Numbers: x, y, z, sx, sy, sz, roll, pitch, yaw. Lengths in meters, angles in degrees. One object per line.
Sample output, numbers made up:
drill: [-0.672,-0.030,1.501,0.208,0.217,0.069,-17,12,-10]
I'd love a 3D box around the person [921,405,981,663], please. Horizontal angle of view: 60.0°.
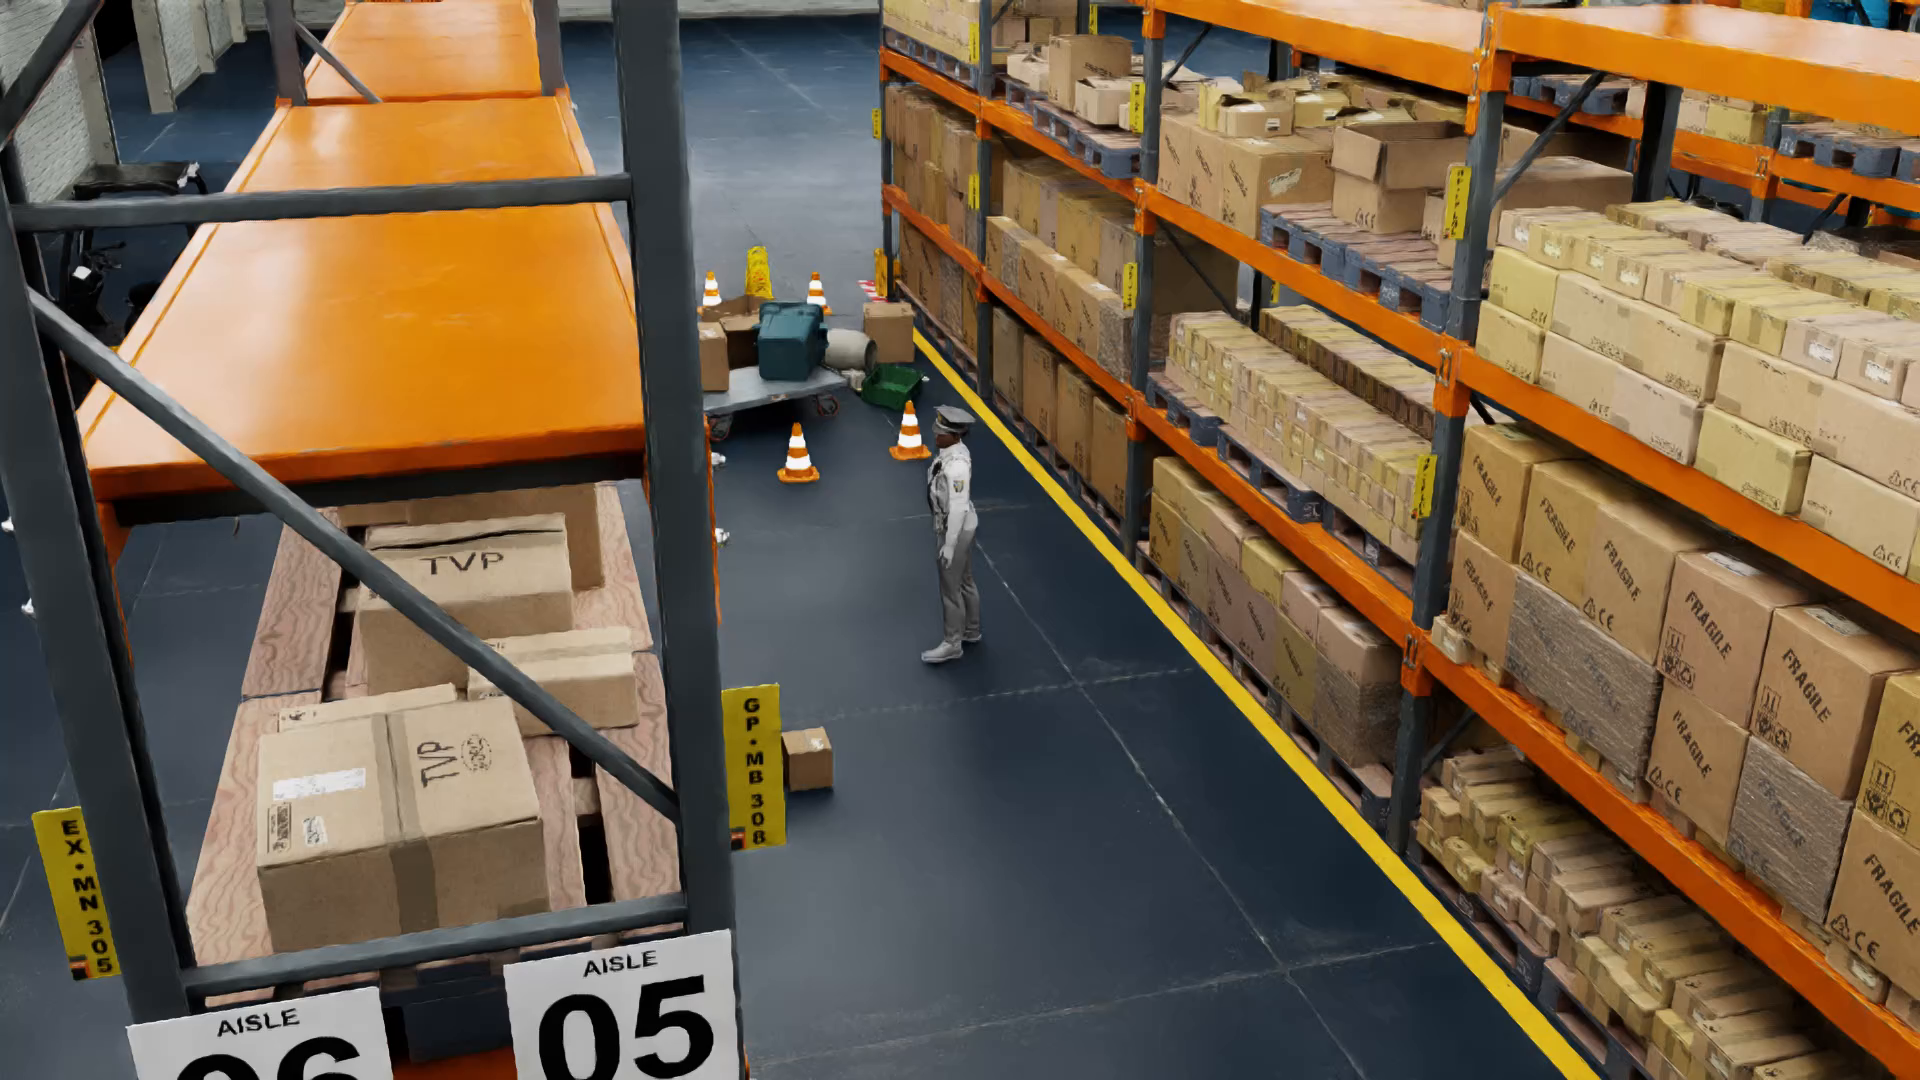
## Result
person: [-0.057,-0.054,10.688,0.394,1.678,0.553,0,23,1]
